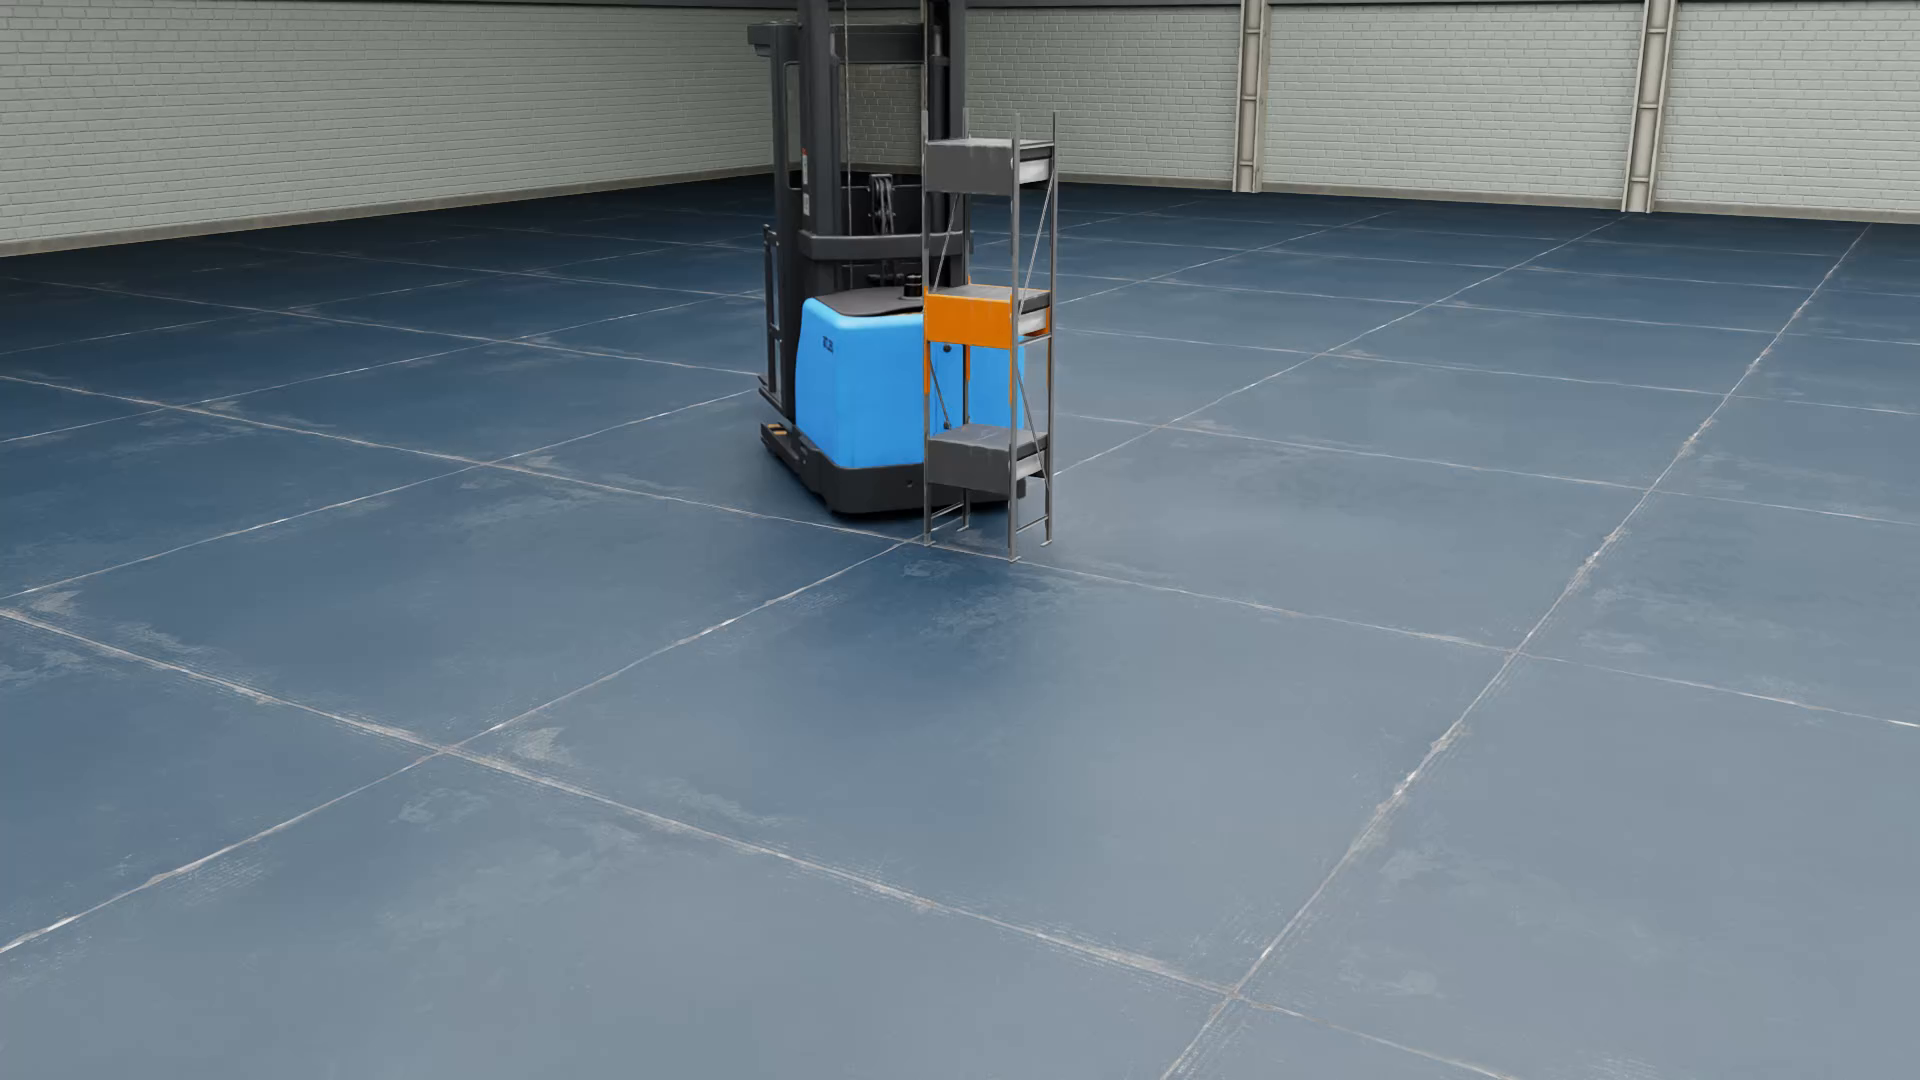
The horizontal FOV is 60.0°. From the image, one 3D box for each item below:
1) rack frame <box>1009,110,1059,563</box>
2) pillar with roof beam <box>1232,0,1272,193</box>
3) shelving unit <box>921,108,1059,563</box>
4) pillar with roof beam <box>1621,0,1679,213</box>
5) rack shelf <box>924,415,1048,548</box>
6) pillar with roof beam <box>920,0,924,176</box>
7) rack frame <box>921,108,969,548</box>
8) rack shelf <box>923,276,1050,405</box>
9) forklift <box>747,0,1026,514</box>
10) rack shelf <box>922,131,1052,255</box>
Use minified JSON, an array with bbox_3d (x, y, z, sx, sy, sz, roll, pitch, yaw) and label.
[{"bbox_3d":[0.349,-0.942,7.871,0.015,2.100,0.400,10,20,30],"label":"rack frame"},{"bbox_3d":[2.410,-8.897,22.187,0.400,9.000,9.100,10,20,30],"label":"pillar with roof beam"},{"bbox_3d":[0.141,-0.979,7.993,0.503,2.100,0.431,10,20,30],"label":"shelving unit"},{"bbox_3d":[7.522,-7.984,19.183,0.400,9.000,9.100,10,20,30],"label":"pillar with roof beam"},{"bbox_3d":[0.141,-0.297,8.201,0.480,0.518,0.431,10,20,30],"label":"rack shelf"},{"bbox_3d":[-2.703,-9.809,25.192,0.400,9.000,9.100,10,20,30],"label":"pillar with roof beam"},{"bbox_3d":[-0.067,-1.017,8.115,0.015,2.100,0.400,10,20,30],"label":"rack frame"},{"bbox_3d":[0.141,-0.966,7.997,0.480,0.518,0.431,10,20,30],"label":"rack shelf"},{"bbox_3d":[-0.584,-1.927,9.682,1.130,2.935,3.031,-5,18,-17],"label":"forklift"},{"bbox_3d":[0.141,-1.636,7.794,0.480,0.518,0.431,10,20,30],"label":"rack shelf"}]
